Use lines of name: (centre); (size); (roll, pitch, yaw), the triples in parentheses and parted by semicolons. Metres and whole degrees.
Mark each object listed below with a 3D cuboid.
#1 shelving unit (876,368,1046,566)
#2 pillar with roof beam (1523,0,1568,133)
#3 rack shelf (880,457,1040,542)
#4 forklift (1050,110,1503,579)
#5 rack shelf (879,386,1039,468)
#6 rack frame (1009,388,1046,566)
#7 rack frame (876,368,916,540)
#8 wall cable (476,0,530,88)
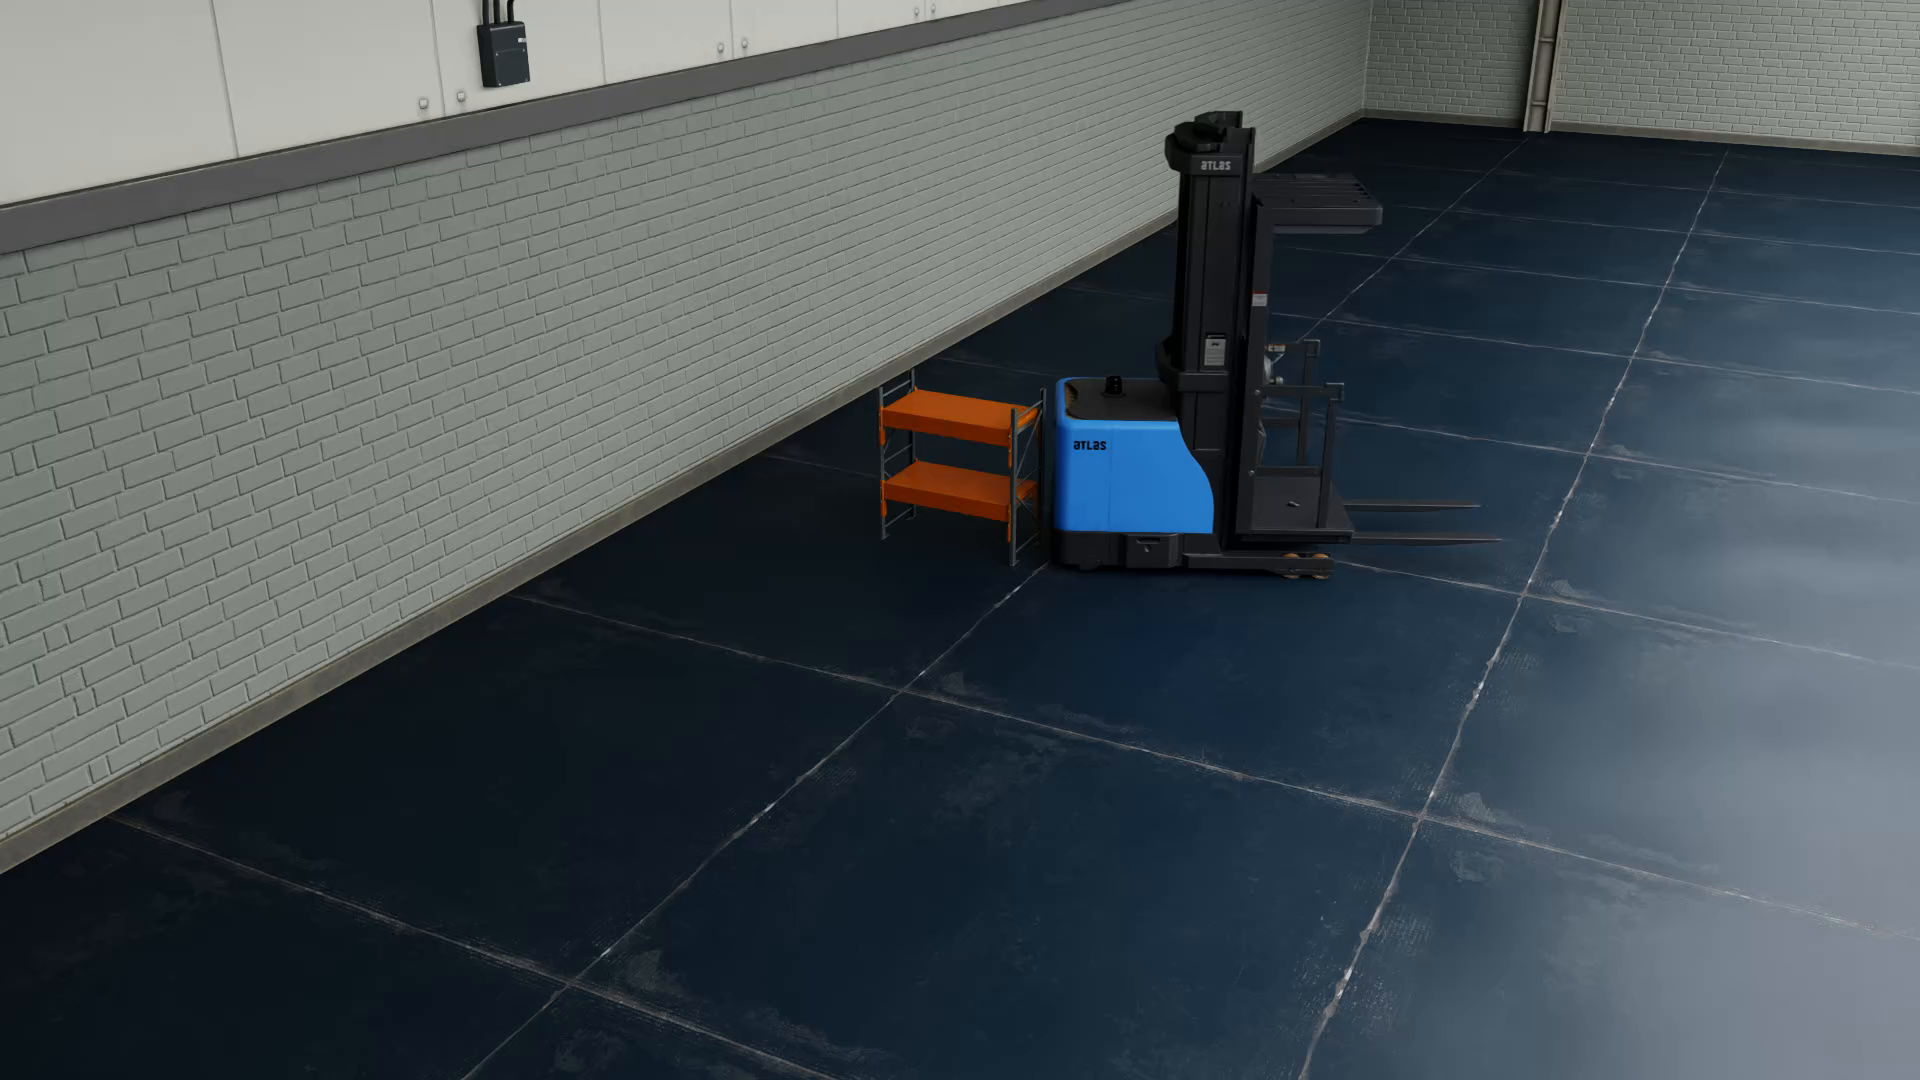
shelving unit: (0.006, -0.516, 11.527); (1.048, 1.125, 0.538); (11, 25, 25)
pillar with roof beam: (7.730, -9.506, 22.605); (0.400, 9.000, 9.100); (11, 25, 25)
rack shelf: (0.006, -0.291, 11.623); (1.000, 0.278, 0.538); (11, 25, 25)
forklift: (2.152, -1.300, 11.062); (3.031, 2.935, 1.130); (1, 23, 2)
rack shelf: (0.006, -0.786, 11.413); (1.000, 0.278, 0.538); (11, 25, 25)
rack frame: (0.460, -0.427, 11.316); (0.032, 1.125, 0.500); (11, 25, 25)
rack frame: (-0.448, -0.606, 11.738); (0.032, 1.125, 0.500); (11, 25, 25)
wall cable: (-2.275, -5.868, 9.705); (0.169, 6.003, 2.305); (11, 25, 25)
